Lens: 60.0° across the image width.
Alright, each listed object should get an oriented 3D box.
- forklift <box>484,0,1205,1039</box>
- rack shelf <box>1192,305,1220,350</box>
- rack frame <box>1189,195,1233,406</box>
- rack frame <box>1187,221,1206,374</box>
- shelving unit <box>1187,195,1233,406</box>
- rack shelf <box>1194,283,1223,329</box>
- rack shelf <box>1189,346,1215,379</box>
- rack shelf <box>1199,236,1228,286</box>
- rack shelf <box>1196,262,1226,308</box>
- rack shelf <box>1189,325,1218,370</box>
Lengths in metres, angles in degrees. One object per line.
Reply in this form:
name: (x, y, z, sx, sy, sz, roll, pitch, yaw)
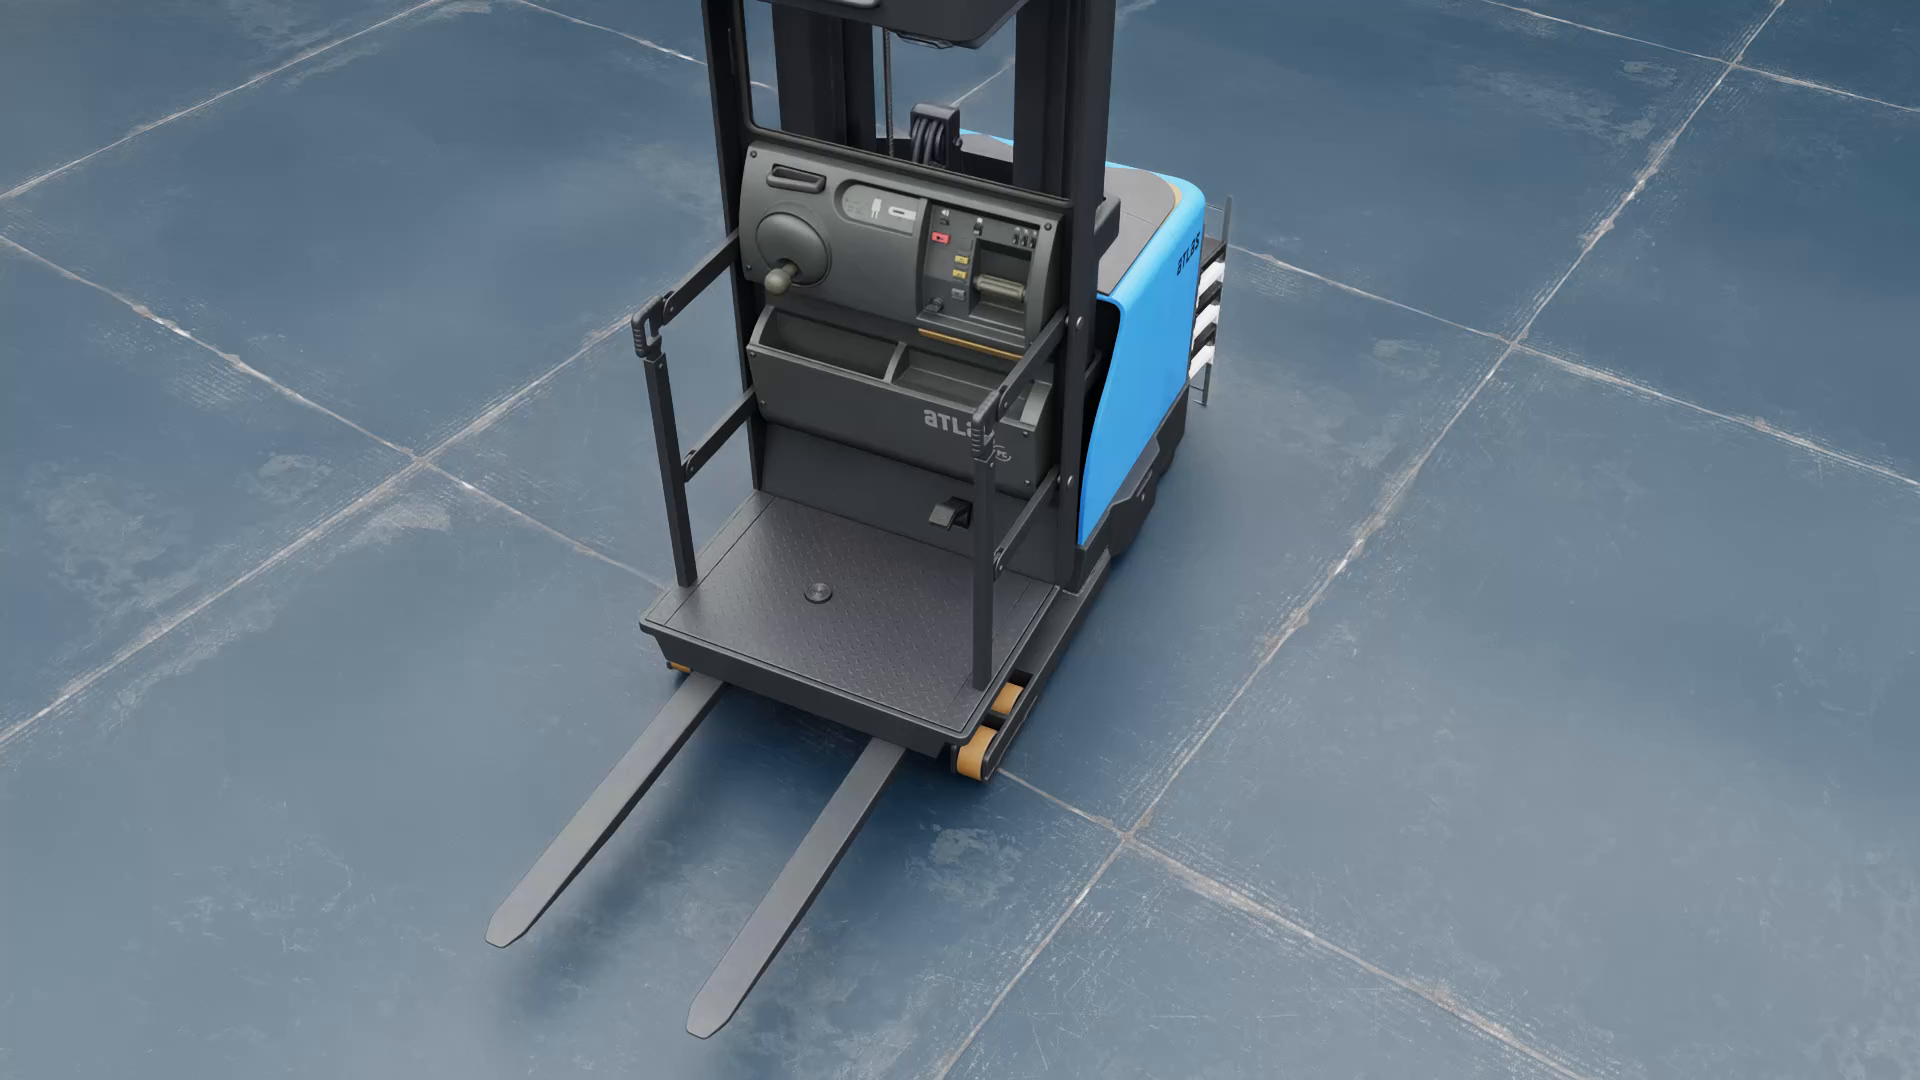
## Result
forklift: (-0.270, -0.715, 4.351, 1.130, 2.935, 3.031, 18, 45, 19)
rack shelf: (0.781, -0.808, 6.028, 0.258, 0.077, 0.200, 23, 47, 24)
rack frame: (0.836, -0.889, 6.069, 0.240, 0.900, 0.006, 23, 47, 24)
rack frame: (0.726, -0.776, 5.942, 0.240, 0.900, 0.006, 23, 47, 24)
shelving unit: (0.781, -0.832, 6.005, 0.258, 0.900, 0.210, 23, 47, 24)
rack shelf: (0.781, -0.875, 5.968, 0.258, 0.077, 0.200, 23, 47, 24)
rack shelf: (0.781, -0.673, 6.148, 0.258, 0.077, 0.200, 23, 47, 24)
rack shelf: (0.781, -1.009, 5.848, 0.258, 0.077, 0.200, 23, 47, 24)
rack shelf: (0.781, -0.942, 5.908, 0.258, 0.077, 0.200, 23, 47, 24)
rack shelf: (0.781, -0.741, 6.088, 0.258, 0.077, 0.200, 23, 47, 24)
